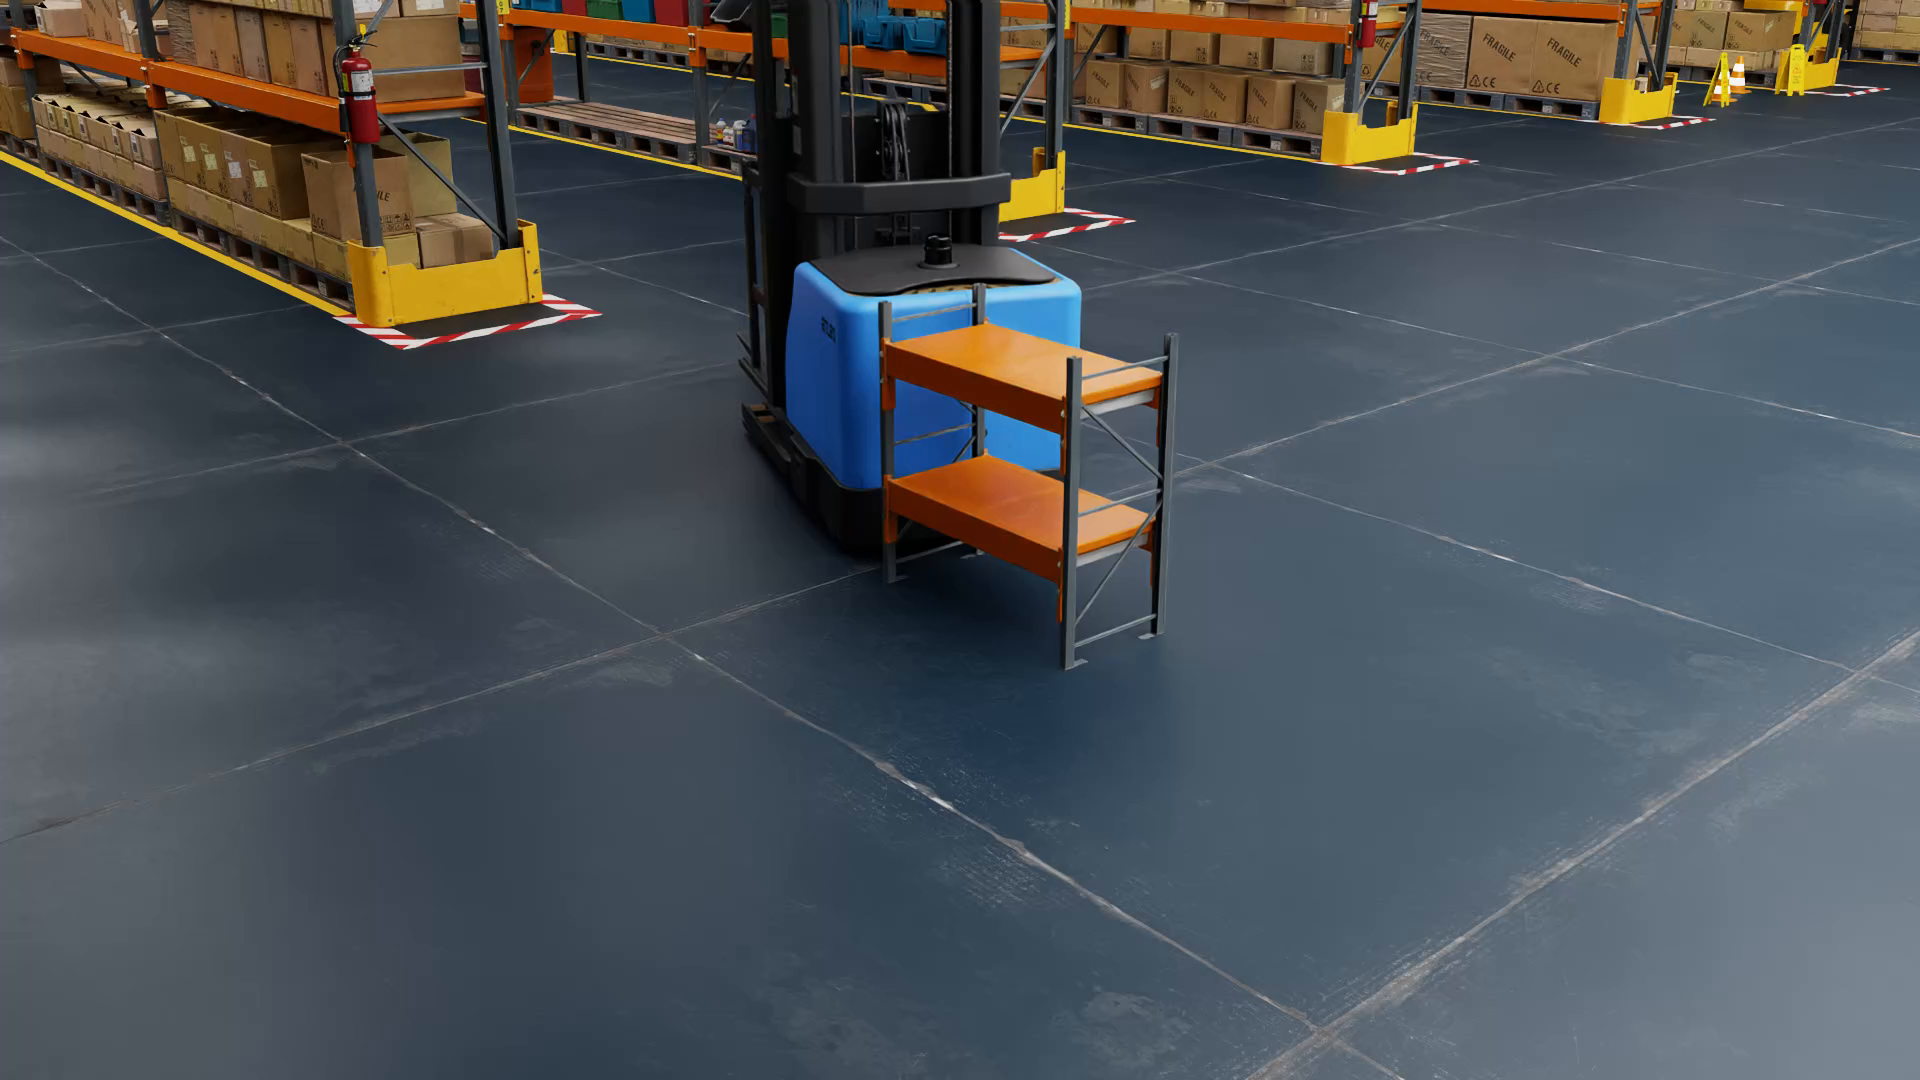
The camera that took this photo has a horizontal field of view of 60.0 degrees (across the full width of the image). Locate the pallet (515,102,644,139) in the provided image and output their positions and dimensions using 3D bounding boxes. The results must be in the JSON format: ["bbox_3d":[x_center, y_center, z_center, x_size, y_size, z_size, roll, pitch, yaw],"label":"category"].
[{"bbox_3d":[-4.307,-4.769,18.872,1.003,0.211,1.213,-17,27,-37],"label":"pallet"}]

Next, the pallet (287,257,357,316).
[{"bbox_3d":[-3.848,-1.806,11.304,1.003,0.211,1.213,-17,27,-37],"label":"pallet"}]

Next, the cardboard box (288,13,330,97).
[{"bbox_3d":[-3.958,-3.225,10.968,0.700,0.500,0.500,-17,27,-36],"label":"cardboard box"}]

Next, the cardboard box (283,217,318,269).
[{"bbox_3d":[-4.226,-2.031,11.251,0.500,0.250,0.500,-17,27,-37],"label":"cardboard box"}]

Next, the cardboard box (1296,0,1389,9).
[{"bbox_3d":[3.852,-5.603,16.632,0.875,0.500,0.500,-17,27,-37],"label":"cardboard box"}]

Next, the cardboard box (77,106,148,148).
[{"bbox_3d":[-7.403,-3.648,14.611,0.500,0.311,0.500,-18,28,-38],"label":"cardboard box"}]

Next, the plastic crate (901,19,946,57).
[{"bbox_3d":[-0.115,-4.079,13.488,0.499,0.251,0.616,-17,27,-37],"label":"plastic crate"}]

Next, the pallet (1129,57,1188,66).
[{"bbox_3d":[3.250,-7.089,24.793,1.003,0.211,1.213,-17,27,-37],"label":"pallet"}]

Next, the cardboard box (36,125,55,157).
[{"bbox_3d":[-8.419,-3.814,15.802,0.500,0.250,0.500,-18,27,-38],"label":"cardboard box"}]

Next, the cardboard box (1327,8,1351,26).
[{"bbox_3d":[3.848,-5.173,16.422,0.380,0.149,0.250,-17,27,-37],"label":"cardboard box"}]

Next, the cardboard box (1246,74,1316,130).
[{"bbox_3d":[3.379,-4.625,17.531,0.500,0.500,0.500,-10,23,-24],"label":"cardboard box"}]

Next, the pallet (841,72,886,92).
[{"bbox_3d":[-1.489,-6.408,23.054,1.003,0.211,1.213,-17,27,-37],"label":"pallet"}]

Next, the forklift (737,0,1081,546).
[{"bbox_3d":[-0.447,-1.847,7.682,1.130,2.935,3.031,-7,22,-17],"label":"forklift"}]

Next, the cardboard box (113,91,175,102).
[{"bbox_3d":[-7.666,-4.061,15.665,0.500,0.311,0.500,-18,28,-38],"label":"cardboard box"}]

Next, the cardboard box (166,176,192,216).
[{"bbox_3d":[-5.855,-2.723,13.017,0.500,0.250,0.500,-17,27,-37],"label":"cardboard box"}]

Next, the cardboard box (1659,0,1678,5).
[{"bbox_3d":[12.496,-9.138,28.882,0.875,0.625,0.625,-16,26,-35],"label":"cardboard box"}]

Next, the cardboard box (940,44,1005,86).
[{"bbox_3d":[0.168,-6.026,21.079,0.700,0.500,0.500,-15,26,-33],"label":"cardboard box"}]

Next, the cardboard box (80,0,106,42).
[{"bbox_3d":[-7.431,-4.700,14.733,0.500,0.500,0.500,-19,29,-40],"label":"cardboard box"}]

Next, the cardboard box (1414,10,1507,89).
[{"bbox_3d":[6.352,-6.285,21.256,0.875,0.875,0.875,-17,27,-37],"label":"cardboard box"}]

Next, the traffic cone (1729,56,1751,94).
[{"bbox_3d":[10.440,-6.249,22.305,0.336,0.463,0.334,-17,27,-37],"label":"traffic cone"}]

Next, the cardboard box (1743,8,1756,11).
[{"bbox_3d":[11.020,-7.322,23.731,0.500,0.500,0.500,-19,28,-39],"label":"cardboard box"}]

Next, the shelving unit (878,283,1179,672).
[{"bbox_3d":[0.224,-0.268,6.127,0.538,1.125,1.048,-17,27,-37],"label":"shelving unit"}]

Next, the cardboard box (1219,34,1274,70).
[{"bbox_3d":[4.303,-7.083,23.465,1.050,0.750,0.750,-17,27,-37],"label":"cardboard box"}]

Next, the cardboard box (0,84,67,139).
[{"bbox_3d":[-9.327,-4.356,16.818,0.500,0.500,0.500,-16,27,-35],"label":"cardboard box"}]

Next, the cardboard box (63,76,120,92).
[{"bbox_3d":[-8.965,-4.491,17.161,0.500,0.500,0.500,-19,28,-39],"label":"cardboard box"}]

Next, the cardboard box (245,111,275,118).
[{"bbox_3d":[-5.142,-3.055,12.838,0.500,0.500,0.500,-17,27,-37],"label":"cardboard box"}]

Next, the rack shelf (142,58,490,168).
[{"bbox_3d":[-4.622,-3.120,11.824,1.077,0.370,4.000,-17,27,-37],"label":"rack shelf"}]

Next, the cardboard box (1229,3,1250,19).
[{"bbox_3d":[3.020,-5.514,17.293,0.380,0.149,0.250,-17,27,-37],"label":"cardboard box"}]

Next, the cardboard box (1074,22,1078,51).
[{"bbox_3d":[1.828,-7.919,25.940,0.500,0.500,0.500,-16,27,-35],"label":"cardboard box"}]

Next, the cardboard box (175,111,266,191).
[{"bbox_3d":[-5.530,-2.933,12.526,0.500,0.500,0.500,-17,27,-37],"label":"cardboard box"}]

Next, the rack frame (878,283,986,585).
[{"bbox_3d":[-0.102,-0.411,6.491,0.500,1.125,0.032,-17,27,-37],"label":"rack frame"}]

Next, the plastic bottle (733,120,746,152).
[{"bbox_3d":[-2.065,-3.847,15.825,0.152,0.276,0.135,-16,27,-36],"label":"plastic bottle"}]

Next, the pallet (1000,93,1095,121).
[{"bbox_3d":[1.070,-5.281,20.179,1.003,0.211,1.213,-17,27,-37],"label":"pallet"}]

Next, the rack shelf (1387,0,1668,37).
[{"bbox_3d":[6.708,-6.630,20.786,1.077,0.370,4.000,-17,27,-37],"label":"rack shelf"}]

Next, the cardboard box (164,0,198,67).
[{"bbox_3d":[-5.633,-3.933,12.776,0.700,0.500,0.500,-18,28,-39],"label":"cardboard box"}]

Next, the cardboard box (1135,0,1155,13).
[{"bbox_3d":[2.132,-5.837,18.118,0.380,0.149,0.250,-17,27,-37],"label":"cardboard box"}]

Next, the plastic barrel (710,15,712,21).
[{"bbox_3d":[-2.631,-5.566,16.895,0.433,0.535,0.433,0,21,0],"label":"plastic barrel"}]

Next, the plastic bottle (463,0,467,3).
[{"bbox_3d":[-5.774,-6.389,19.457,0.097,0.201,0.097,0,21,0],"label":"plastic bottle"}]

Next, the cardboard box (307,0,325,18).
[{"bbox_3d":[-3.882,-3.383,10.483,0.380,0.149,0.250,-17,27,-36],"label":"cardboard box"}]

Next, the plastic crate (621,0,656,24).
[{"bbox_3d":[-3.128,-5.409,16.703,0.392,0.384,0.575,-17,27,-37],"label":"plastic crate"}]

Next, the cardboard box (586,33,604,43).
[{"bbox_3d":[-5.775,-8.729,27.495,0.875,0.875,0.875,-17,27,-37],"label":"cardboard box"}]

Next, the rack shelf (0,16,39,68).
[{"bbox_3d":[-9.844,-5.331,17.467,1.077,0.370,4.000,-17,27,-37],"label":"rack shelf"}]

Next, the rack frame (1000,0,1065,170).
[{"bbox_3d":[0.438,-4.081,13.290,1.000,3.000,0.127,-17,27,-37],"label":"rack frame"}]

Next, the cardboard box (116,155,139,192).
[{"bbox_3d":[-6.747,-3.109,14.003,0.500,0.250,0.500,-18,28,-38],"label":"cardboard box"}]

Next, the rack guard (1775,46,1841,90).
[{"bbox_3d":[11.648,-6.476,22.833,1.175,0.500,0.348,-17,27,-37],"label":"rack guard"}]

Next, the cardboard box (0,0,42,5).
[{"bbox_3d":[-9.035,-5.502,16.206,0.500,0.500,0.700,12,24,28],"label":"cardboard box"}]

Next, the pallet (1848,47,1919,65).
[{"bbox_3d":[14.925,-7.705,26.366,1.003,0.211,1.213,-17,27,-37],"label":"pallet"}]

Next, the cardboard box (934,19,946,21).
[{"bbox_3d":[-0.218,-6.538,21.360,0.500,0.250,0.500,-14,25,-32],"label":"cardboard box"}]

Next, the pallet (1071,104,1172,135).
[{"bbox_3d":[2.045,-4.889,19.178,1.003,0.211,1.213,-17,27,-37],"label":"pallet"}]

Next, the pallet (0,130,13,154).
[{"bbox_3d":[-9.790,-4.367,17.844,1.003,0.211,1.213,-17,27,-37],"label":"pallet"}]

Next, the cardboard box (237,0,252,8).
[{"bbox_3d":[-4.725,-3.740,11.392,0.380,0.149,0.250,-18,28,-38],"label":"cardboard box"}]

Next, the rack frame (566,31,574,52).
[{"bbox_3d":[-6.254,-9.680,27.587,1.000,3.000,0.127,-17,27,-37],"label":"rack frame"}]

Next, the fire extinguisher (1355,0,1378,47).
[{"bbox_3d":[3.916,-5.083,15.954,0.296,0.674,0.183,-17,27,-37],"label":"fire extinguisher"}]

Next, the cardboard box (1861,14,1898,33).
[{"bbox_3d":[14.582,-8.151,26.190,0.500,0.250,0.500,-18,28,-38],"label":"cardboard box"}]

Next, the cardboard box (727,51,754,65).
[{"bbox_3d":[-2.626,-7.363,24.007,1.225,0.875,0.875,-19,28,-39],"label":"cardboard box"}]

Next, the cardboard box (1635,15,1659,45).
[{"bbox_3d":[9.963,-7.473,24.116,0.500,0.500,0.500,-16,26,-35],"label":"cardboard box"}]

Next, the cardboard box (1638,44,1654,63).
[{"bbox_3d":[9.973,-7.121,24.247,0.500,0.250,0.500,-18,28,-38],"label":"cardboard box"}]
